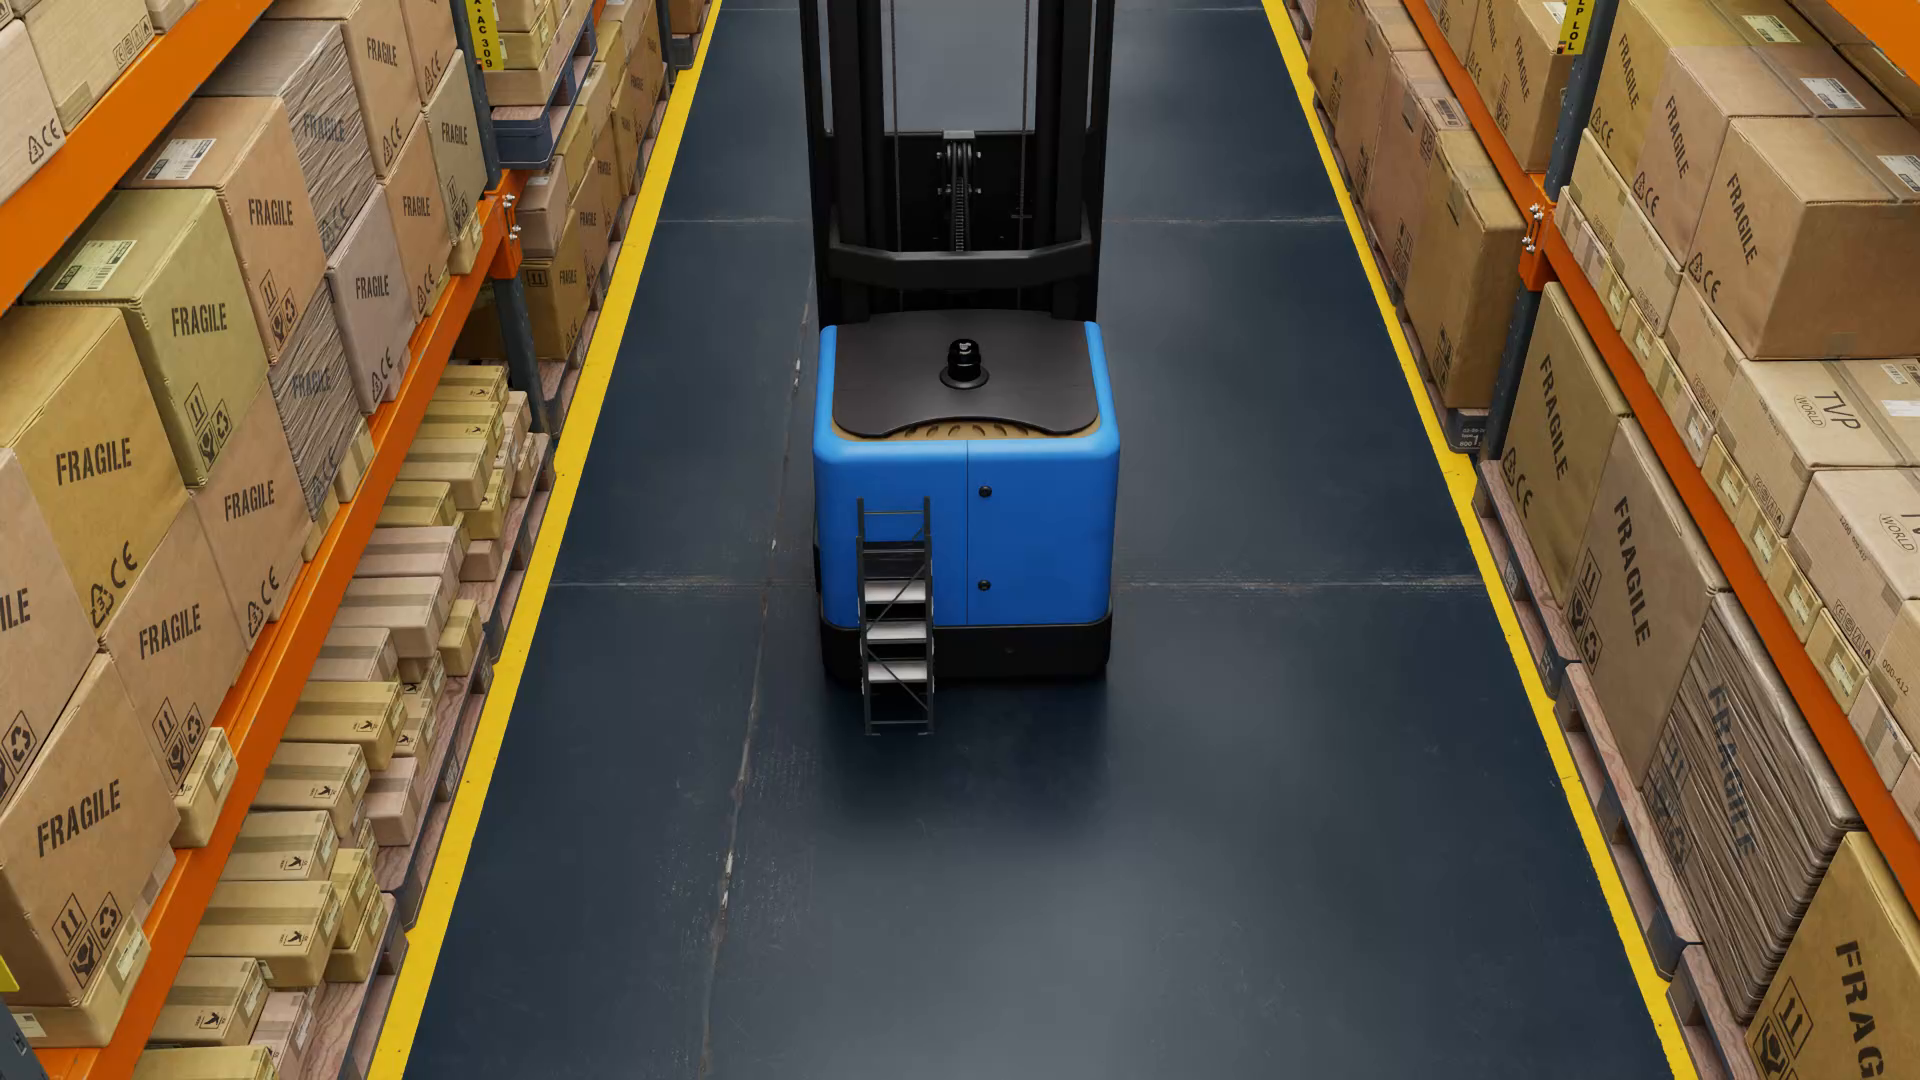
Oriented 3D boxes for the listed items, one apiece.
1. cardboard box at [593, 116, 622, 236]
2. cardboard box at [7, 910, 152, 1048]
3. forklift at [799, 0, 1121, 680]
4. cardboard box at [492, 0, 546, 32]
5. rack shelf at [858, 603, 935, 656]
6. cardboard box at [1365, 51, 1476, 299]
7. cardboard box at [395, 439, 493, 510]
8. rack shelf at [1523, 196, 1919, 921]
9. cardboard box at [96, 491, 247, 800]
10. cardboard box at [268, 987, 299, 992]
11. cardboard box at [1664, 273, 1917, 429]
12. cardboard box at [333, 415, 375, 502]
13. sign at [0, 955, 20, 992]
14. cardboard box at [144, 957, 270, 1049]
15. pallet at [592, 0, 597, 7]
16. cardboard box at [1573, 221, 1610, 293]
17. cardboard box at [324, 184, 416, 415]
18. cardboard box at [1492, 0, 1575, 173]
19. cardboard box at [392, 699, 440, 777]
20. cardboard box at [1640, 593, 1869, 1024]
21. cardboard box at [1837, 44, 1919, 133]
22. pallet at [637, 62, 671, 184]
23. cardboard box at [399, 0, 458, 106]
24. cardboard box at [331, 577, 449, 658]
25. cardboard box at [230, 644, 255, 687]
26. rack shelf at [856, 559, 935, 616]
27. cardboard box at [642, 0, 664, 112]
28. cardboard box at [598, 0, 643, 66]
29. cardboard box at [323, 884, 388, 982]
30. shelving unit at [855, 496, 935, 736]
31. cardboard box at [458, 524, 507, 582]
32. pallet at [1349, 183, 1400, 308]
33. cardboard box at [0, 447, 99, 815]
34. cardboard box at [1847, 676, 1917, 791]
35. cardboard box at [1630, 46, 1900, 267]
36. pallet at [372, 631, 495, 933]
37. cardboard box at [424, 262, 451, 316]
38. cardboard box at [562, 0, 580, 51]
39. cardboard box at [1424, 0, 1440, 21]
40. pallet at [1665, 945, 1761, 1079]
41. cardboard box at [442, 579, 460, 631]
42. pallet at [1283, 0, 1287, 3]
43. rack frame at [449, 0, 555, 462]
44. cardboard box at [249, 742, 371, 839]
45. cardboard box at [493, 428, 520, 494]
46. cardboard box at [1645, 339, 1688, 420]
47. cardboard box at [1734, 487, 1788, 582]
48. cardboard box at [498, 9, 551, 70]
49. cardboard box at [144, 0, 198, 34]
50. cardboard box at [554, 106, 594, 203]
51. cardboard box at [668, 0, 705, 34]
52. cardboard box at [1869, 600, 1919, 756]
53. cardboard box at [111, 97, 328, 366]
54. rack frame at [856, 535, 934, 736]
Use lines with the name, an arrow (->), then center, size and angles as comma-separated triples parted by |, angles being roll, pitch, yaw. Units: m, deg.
cardboard box -> -2.005, -1.806, 8.268 | 0.500, 0.500, 0.500 | 1, 39, 1
cardboard box -> -1.921, 0.900, 3.429 | 0.380, 0.149, 0.250 | 0, 39, 0
forklift -> -0.018, -1.538, 6.325 | 1.130, 2.935, 3.031 | -1, 39, -1
cardboard box -> -1.794, -2.041, 6.288 | 0.380, 0.149, 0.250 | 2, 39, 2
rack shelf -> -0.217, 0.300, 5.709 | 0.258, 0.077, 0.200 | -1, 39, -1
cardboard box -> 2.684, -1.731, 7.874 | 1.225, 0.875, 0.875 | -1, 39, -2
cardboard box -> -1.945, -0.242, 6.122 | 0.380, 0.149, 0.250 | 0, 39, 0
rack shelf -> 2.709, 0.095, 4.809 | 1.077, 0.370, 4.000 | 0, 39, 0
cardboard box -> -1.999, 0.234, 3.741 | 0.500, 0.500, 0.500 | 0, 39, 0
cardboard box -> -2.025, 1.185, 4.578 | 0.380, 0.149, 0.250 | 0, 39, 1
cardboard box -> 2.447, -0.566, 4.939 | 0.500, 0.250, 0.500 | 1, 39, 1
cardboard box -> -1.945, -0.242, 4.855 | 0.380, 0.149, 0.250 | 1, 39, 1
sign -> -1.706, 0.667, 2.827 | 0.100, 0.325, 0.005 | 0, 39, 0
cardboard box -> -2.030, 1.221, 4.296 | 0.380, 0.149, 0.250 | 1, 39, 1
pallet -> -2.215, -2.685, 7.855 | 1.003, 0.211, 1.213 | 0, 39, 0
cardboard box -> 2.375, -0.989, 5.787 | 0.380, 0.149, 0.250 | -1, 39, -2
cardboard box -> -1.972, -0.714, 4.924 | 0.500, 0.500, 0.500 | 0, 39, 0
cardboard box -> 2.433, -1.768, 6.478 | 0.500, 0.500, 0.500 | 0, 39, 0
cardboard box -> -1.944, 0.658, 5.474 | 0.380, 0.149, 0.250 | 0, 39, 0
cardboard box -> 2.629, 0.760, 4.766 | 0.875, 0.875, 0.875 | 0, 39, 0
cardboard box -> 2.971, -1.187, 5.114 | 0.500, 0.500, 0.500 | 0, 39, 0
pallet -> -2.259, -2.421, 9.602 | 1.003, 0.211, 1.213 | 0, 39, 0
cardboard box -> -1.982, -1.748, 5.415 | 0.500, 0.500, 0.500 | -1, 39, -2
cardboard box -> -1.918, 0.258, 5.498 | 0.380, 0.149, 0.250 | -1, 39, -2
cardboard box -> -2.023, 0.241, 4.251 | 0.380, 0.149, 0.250 | 0, 39, 0
rack shelf -> -0.217, 0.160, 5.596 | 0.258, 0.077, 0.200 | -1, 39, -1
cardboard box -> -1.996, -2.775, 9.477 | 0.500, 0.500, 0.500 | 0, 39, 0
cardboard box -> -1.984, -2.736, 8.829 | 0.500, 0.250, 0.500 | 0, 39, 1
cardboard box -> -1.909, 1.147, 4.864 | 0.380, 0.149, 0.250 | 0, 39, 1
shelving unit -> -0.217, 0.274, 5.688 | 0.258, 0.900, 0.210 | -1, 39, -1
cardboard box -> -1.931, 0.025, 6.264 | 0.380, 0.149, 0.250 | -1, 39, -2
pallet -> 2.626, -1.596, 8.573 | 1.003, 0.211, 1.213 | 0, 39, 0
cardboard box -> -1.984, 0.179, 3.011 | 0.500, 0.500, 0.500 | 0, 39, 0
cardboard box -> 2.381, 0.464, 3.974 | 0.380, 0.149, 0.250 | 1, 39, 1
cardboard box -> 2.444, -1.179, 5.106 | 0.500, 0.500, 0.500 | 0, 39, 0
pallet -> -2.213, 0.776, 5.612 | 1.003, 0.211, 1.213 | 0, 39, 0
cardboard box -> -1.969, -0.892, 5.665 | 0.380, 0.149, 0.250 | 1, 39, 2
cardboard box -> -1.796, -2.139, 6.885 | 0.380, 0.149, 0.250 | 0, 39, 0
cardboard box -> 2.436, -2.718, 7.663 | 0.500, 0.500, 0.500 | 0, 39, 0
pallet -> 2.632, 1.653, 4.519 | 1.003, 0.211, 1.213 | 0, 39, 0
cardboard box -> -1.982, 0.186, 5.826 | 0.380, 0.149, 0.250 | 1, 39, 1
pallet -> 2.704, -4.100, 11.697 | 1.003, 0.211, 1.213 | 0, 39, 0
rack frame -> -2.253, -1.497, 6.219 | 1.000, 3.000, 0.127 | 0, 39, 0
cardboard box -> -1.976, 0.735, 4.902 | 0.380, 0.149, 0.250 | 1, 39, 2
cardboard box -> -1.922, -0.298, 6.429 | 0.380, 0.149, 0.250 | -2, 39, -2
cardboard box -> 2.378, -0.500, 5.176 | 0.380, 0.149, 0.250 | -1, 39, -1
cardboard box -> 2.380, -0.016, 4.572 | 0.380, 0.149, 0.250 | 1, 39, 1
cardboard box -> -1.794, -1.925, 6.381 | 0.380, 0.149, 0.250 | 1, 39, 1
cardboard box -> -1.993, -1.362, 3.772 | 0.500, 0.250, 0.500 | 0, 39, 0
cardboard box -> -1.993, -1.773, 7.627 | 0.500, 0.250, 0.500 | 1, 39, 1
cardboard box -> -2.169, -3.665, 10.388 | 1.050, 0.750, 0.750 | -1, 39, -1
cardboard box -> 2.445, 0.387, 3.751 | 0.500, 0.250, 0.500 | -1, 39, -1
cardboard box -> -1.973, -0.781, 4.208 | 0.500, 0.500, 0.500 | -1, 39, -1
rack frame -> -0.214, 0.338, 5.609 | 0.240, 0.900, 0.006 | -1, 39, -1
